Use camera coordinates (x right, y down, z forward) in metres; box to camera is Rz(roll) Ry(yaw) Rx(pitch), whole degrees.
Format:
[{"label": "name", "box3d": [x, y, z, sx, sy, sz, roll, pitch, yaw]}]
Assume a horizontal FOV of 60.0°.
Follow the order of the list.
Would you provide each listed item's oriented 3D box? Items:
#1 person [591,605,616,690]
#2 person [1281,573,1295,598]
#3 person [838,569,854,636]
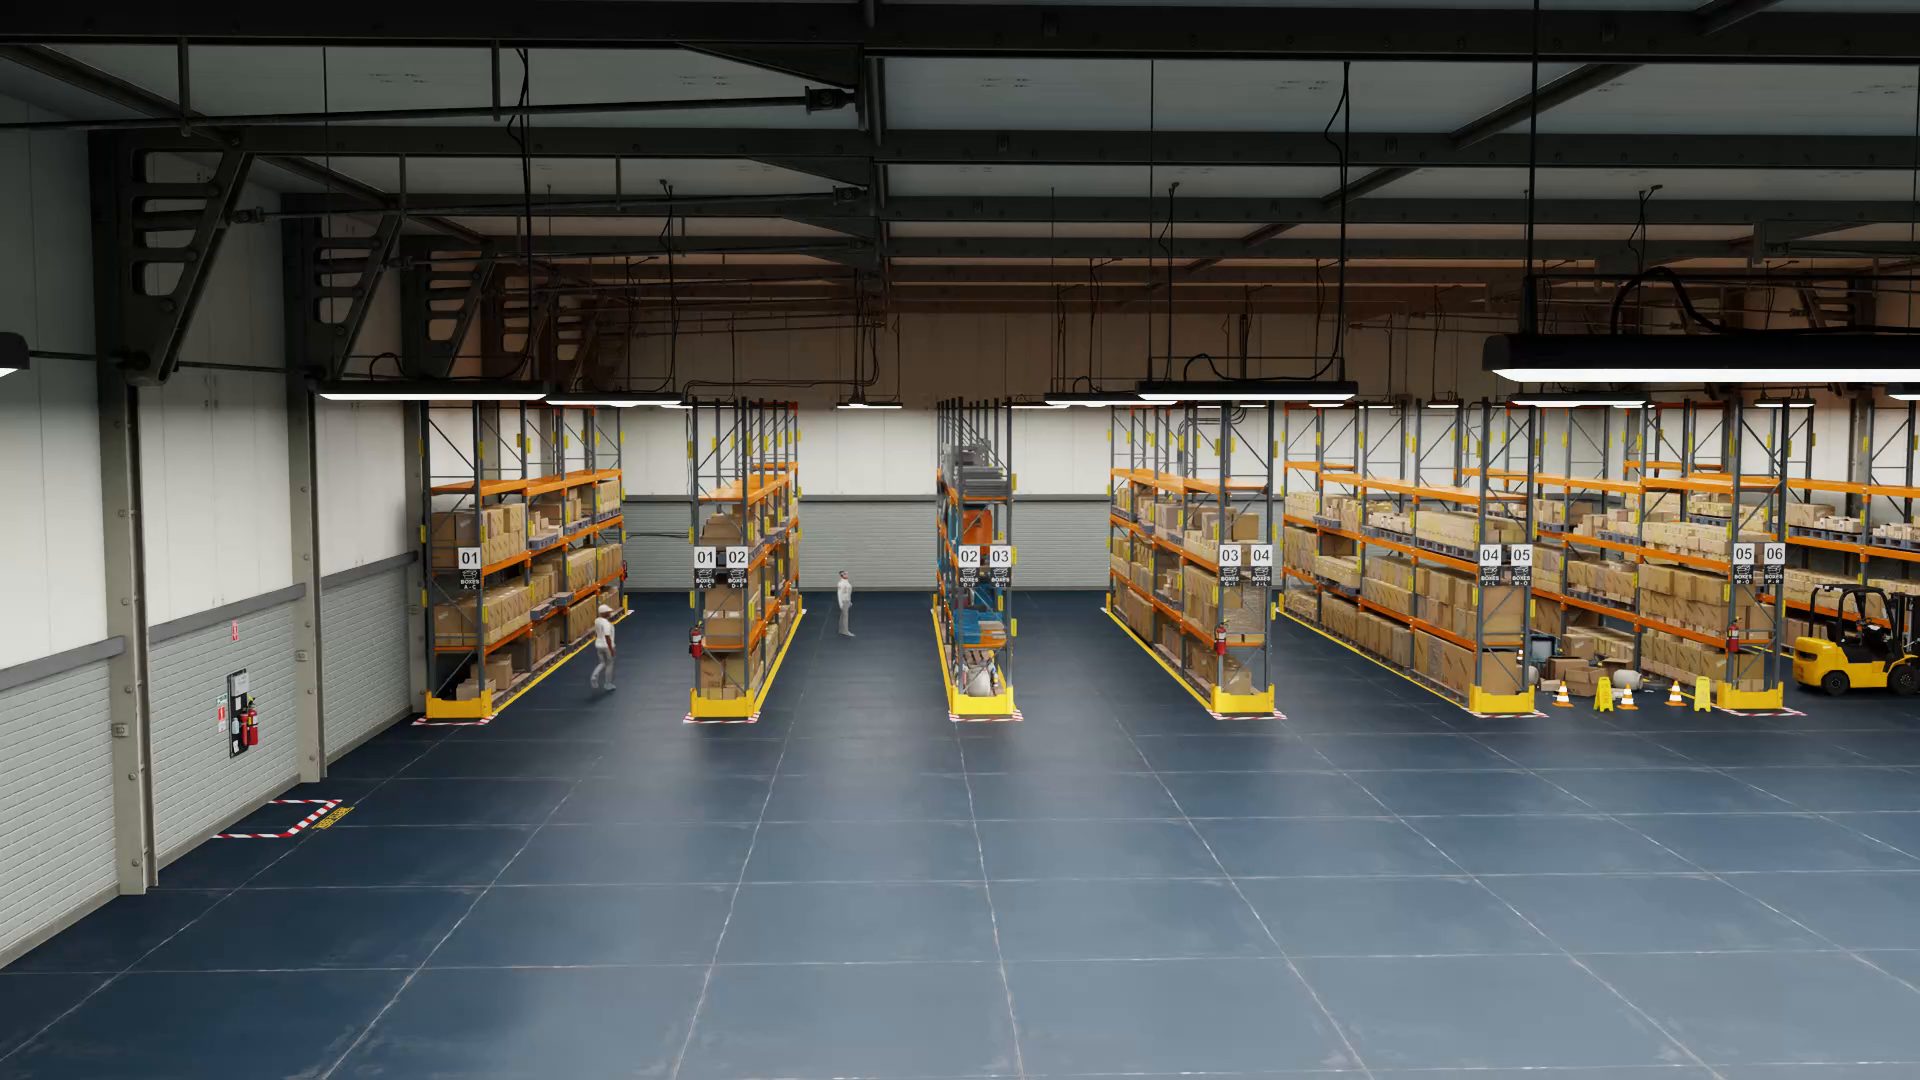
[{"label": "person", "box3d": [-7.296, 2.200, 34.070, 0.560, 1.758, 0.575, 3, 5, 32]}, {"label": "person", "box3d": [9.853, 1.032, 49.743, 0.517, 1.669, 0.494, -4, 6, -39]}, {"label": "person", "box3d": [-2.898, 1.593, 42.677, 0.484, 1.714, 0.516, 1, 5, 15]}]
